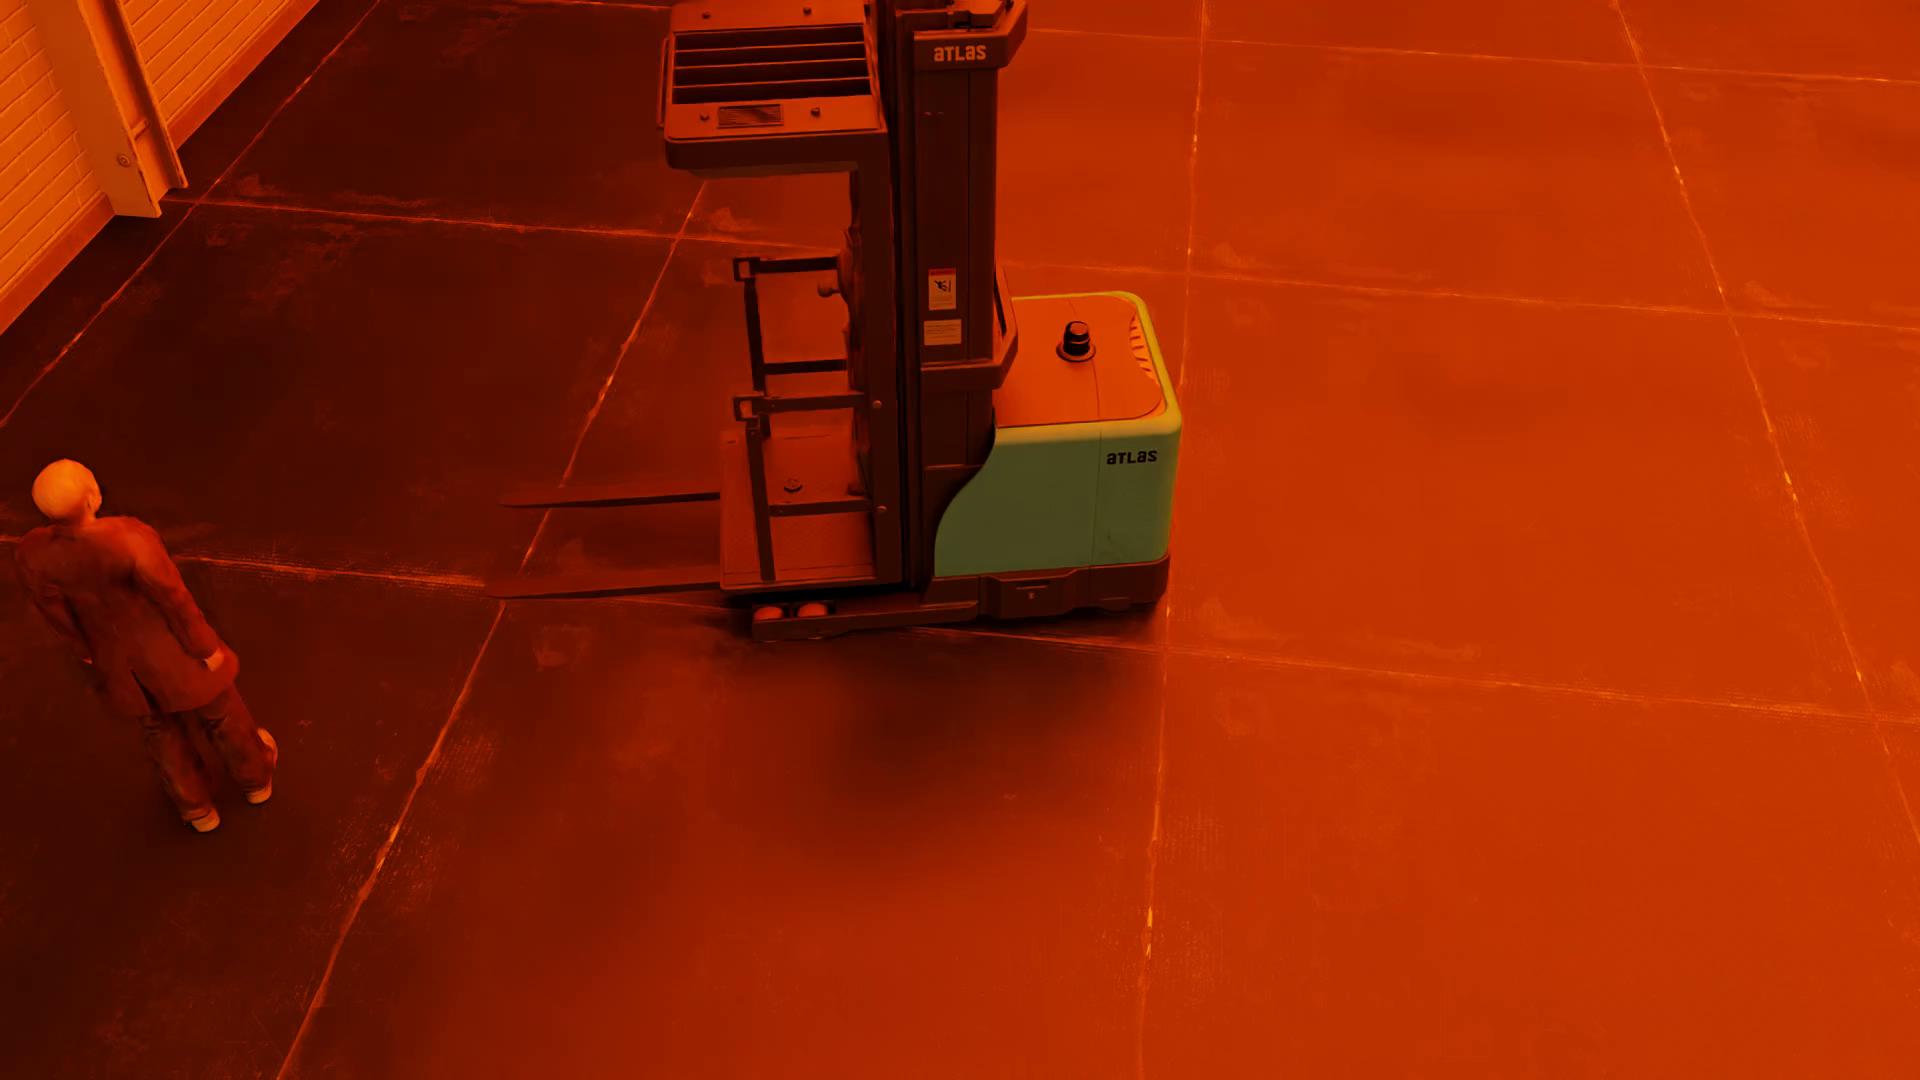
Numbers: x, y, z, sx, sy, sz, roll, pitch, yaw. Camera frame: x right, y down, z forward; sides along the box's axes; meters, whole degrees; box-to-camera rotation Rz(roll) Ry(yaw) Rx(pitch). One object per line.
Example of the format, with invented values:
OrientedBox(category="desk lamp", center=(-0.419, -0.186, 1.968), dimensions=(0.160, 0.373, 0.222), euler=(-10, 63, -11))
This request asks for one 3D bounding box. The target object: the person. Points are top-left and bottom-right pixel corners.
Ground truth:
OrientedBox(category="person", center=(-3.004, 0.345, 6.202), dimensions=(0.555, 1.780, 0.517), euler=(1, 43, 1))

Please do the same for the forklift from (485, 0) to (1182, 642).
OrientedBox(category="forklift", center=(-0.614, -1.001, 6.814), dimensions=(3.031, 2.935, 1.130), euler=(-4, 43, -4))
